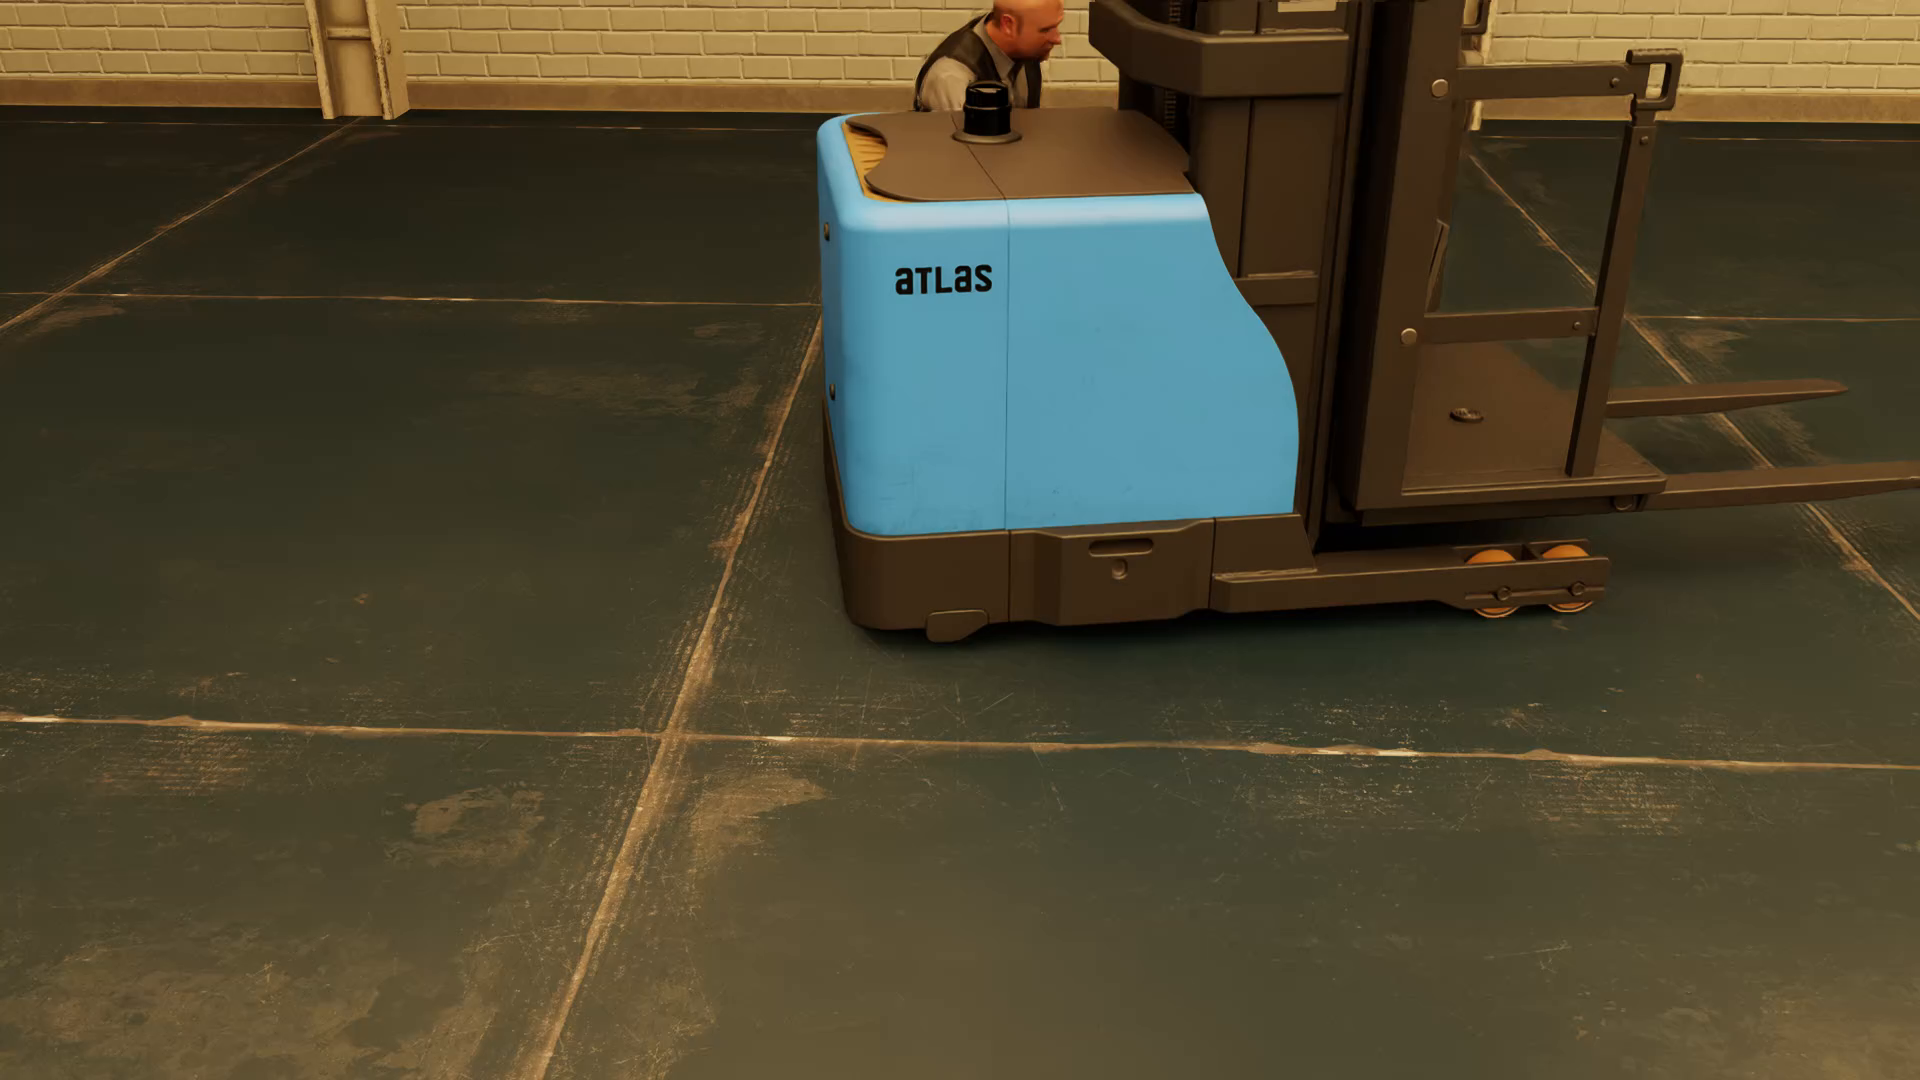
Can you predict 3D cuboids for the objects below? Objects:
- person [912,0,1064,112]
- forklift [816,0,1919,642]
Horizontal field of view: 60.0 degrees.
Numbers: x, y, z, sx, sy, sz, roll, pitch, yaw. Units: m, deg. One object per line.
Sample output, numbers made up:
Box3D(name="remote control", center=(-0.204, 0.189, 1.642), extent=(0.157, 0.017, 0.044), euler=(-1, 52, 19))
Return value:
Box3D(name="person", center=(0.279, -0.968, 4.965), extent=(0.939, 1.443, 1.047), euler=(17, 31, 30))
Box3D(name="forklift", center=(1.171, -1.350, 3.946), extent=(3.031, 2.935, 1.130), euler=(-3, 26, -7))
